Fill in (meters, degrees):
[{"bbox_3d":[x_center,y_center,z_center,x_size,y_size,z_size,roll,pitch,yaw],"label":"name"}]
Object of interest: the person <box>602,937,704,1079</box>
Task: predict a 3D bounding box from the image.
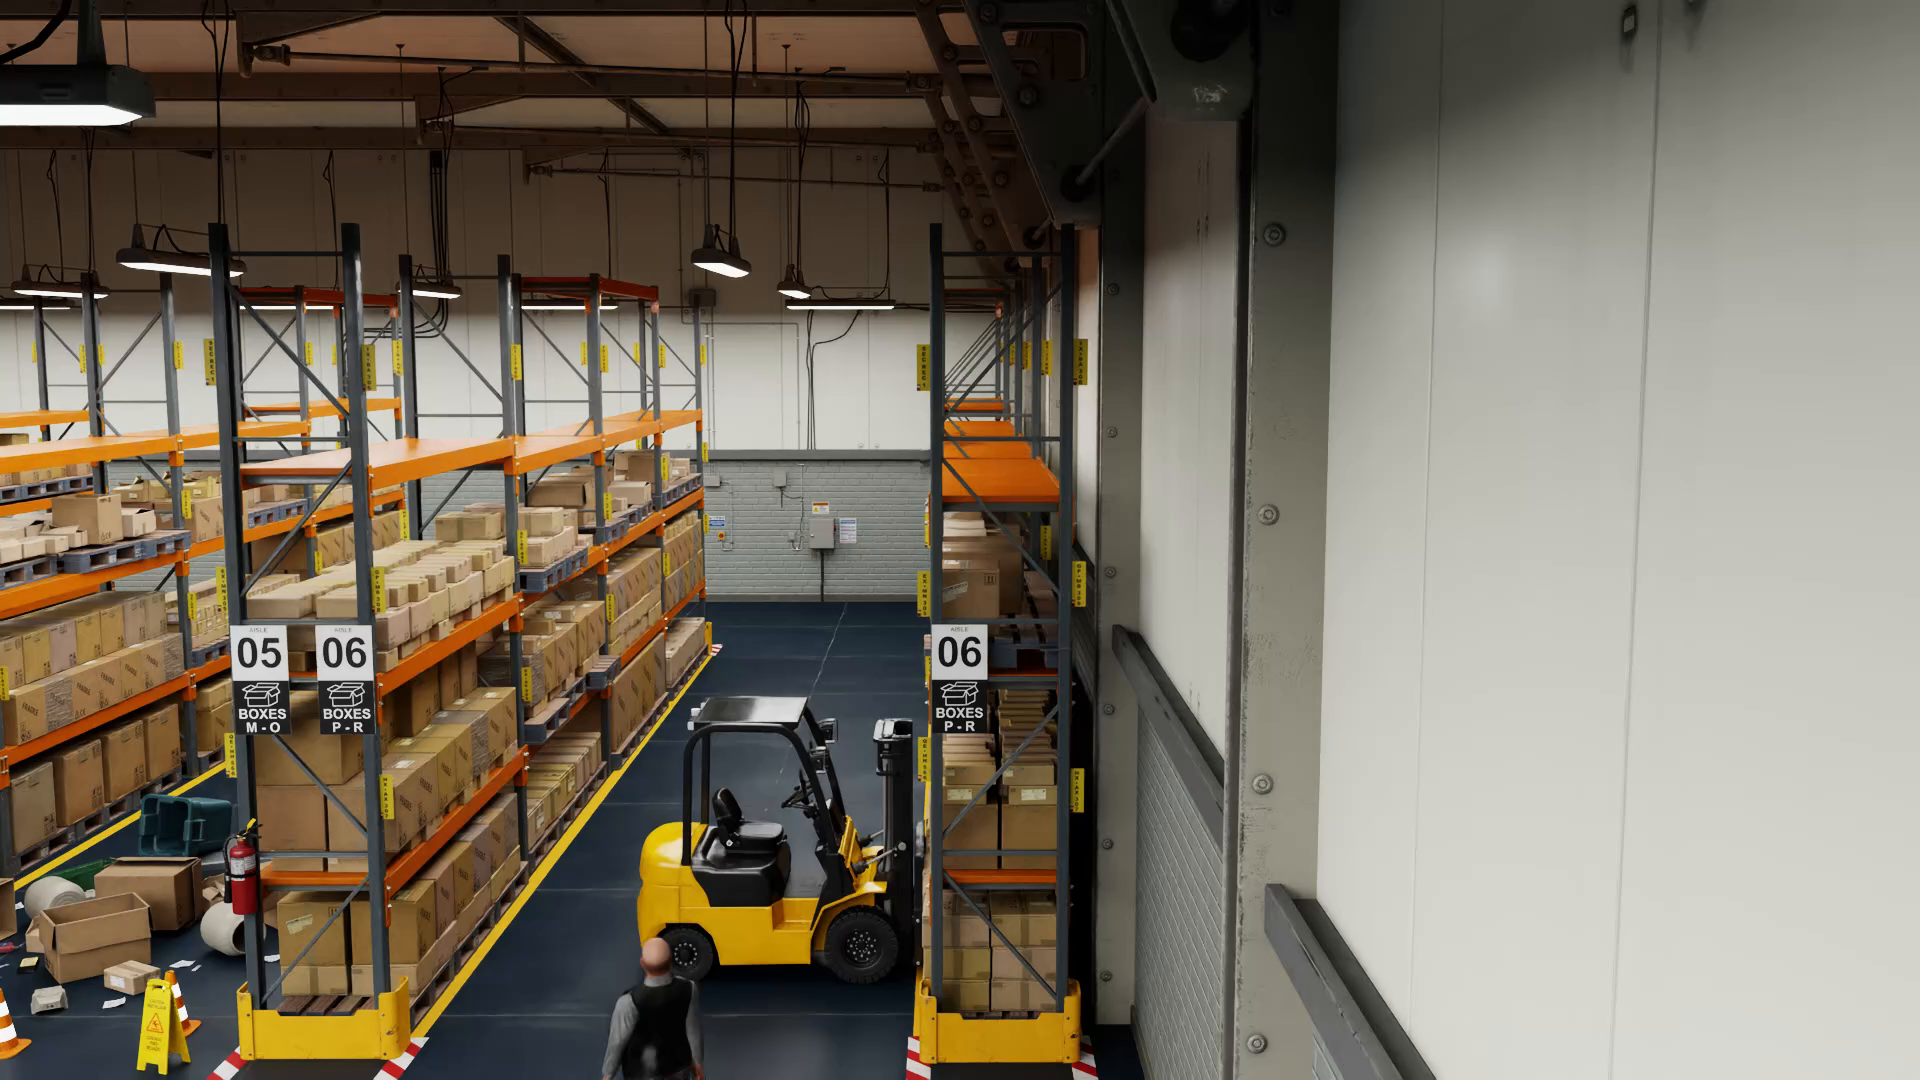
[{"bbox_3d":[-1.823,3.175,9.847,0.482,1.729,0.586,4,8,31],"label":"person"}]
